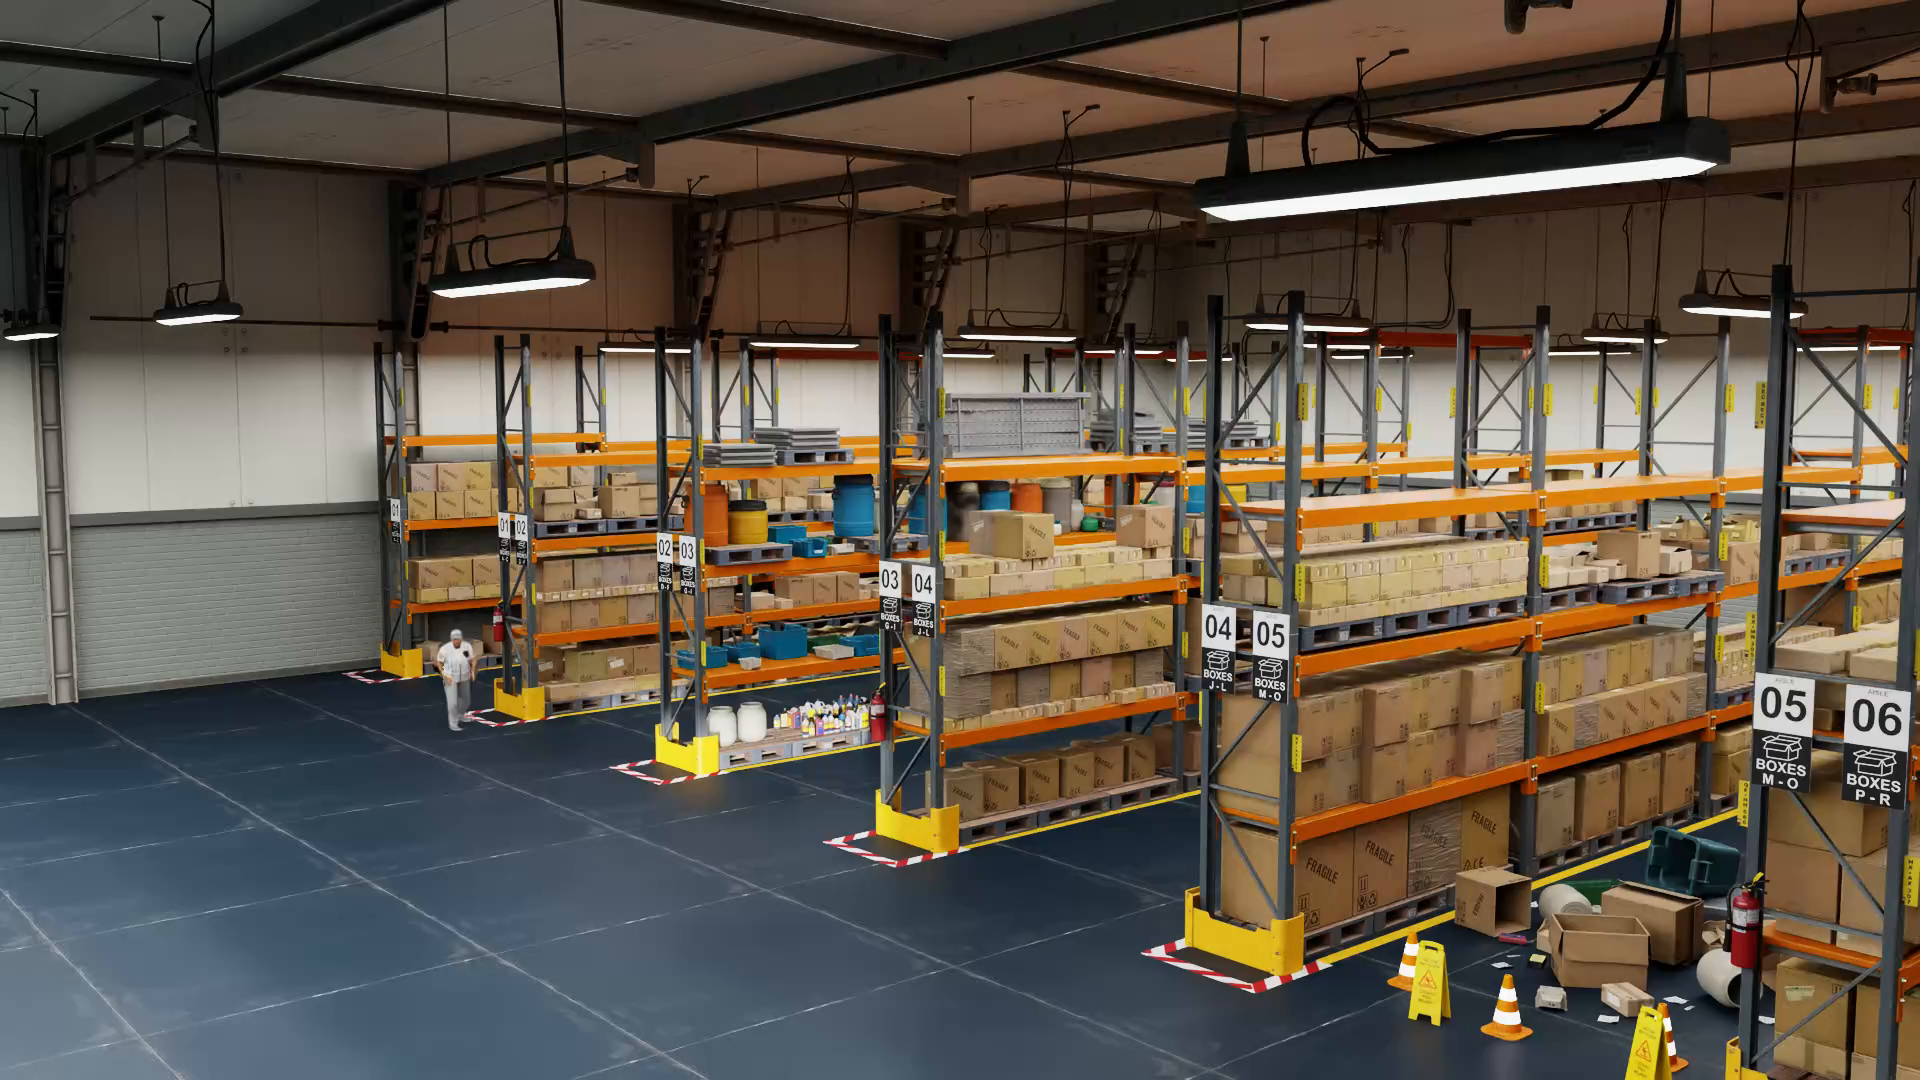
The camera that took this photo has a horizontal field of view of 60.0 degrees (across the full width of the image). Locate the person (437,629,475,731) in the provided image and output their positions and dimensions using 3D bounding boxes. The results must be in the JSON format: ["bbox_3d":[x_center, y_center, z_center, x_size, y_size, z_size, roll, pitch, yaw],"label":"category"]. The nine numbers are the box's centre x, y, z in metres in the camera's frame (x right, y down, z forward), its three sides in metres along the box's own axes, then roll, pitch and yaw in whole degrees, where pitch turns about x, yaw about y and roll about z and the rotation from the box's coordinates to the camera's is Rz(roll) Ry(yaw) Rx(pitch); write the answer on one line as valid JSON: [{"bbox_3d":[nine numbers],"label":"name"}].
[{"bbox_3d":[-7.613,2.096,25.198,0.638,1.573,0.863,-4,6,-35],"label":"person"}]
